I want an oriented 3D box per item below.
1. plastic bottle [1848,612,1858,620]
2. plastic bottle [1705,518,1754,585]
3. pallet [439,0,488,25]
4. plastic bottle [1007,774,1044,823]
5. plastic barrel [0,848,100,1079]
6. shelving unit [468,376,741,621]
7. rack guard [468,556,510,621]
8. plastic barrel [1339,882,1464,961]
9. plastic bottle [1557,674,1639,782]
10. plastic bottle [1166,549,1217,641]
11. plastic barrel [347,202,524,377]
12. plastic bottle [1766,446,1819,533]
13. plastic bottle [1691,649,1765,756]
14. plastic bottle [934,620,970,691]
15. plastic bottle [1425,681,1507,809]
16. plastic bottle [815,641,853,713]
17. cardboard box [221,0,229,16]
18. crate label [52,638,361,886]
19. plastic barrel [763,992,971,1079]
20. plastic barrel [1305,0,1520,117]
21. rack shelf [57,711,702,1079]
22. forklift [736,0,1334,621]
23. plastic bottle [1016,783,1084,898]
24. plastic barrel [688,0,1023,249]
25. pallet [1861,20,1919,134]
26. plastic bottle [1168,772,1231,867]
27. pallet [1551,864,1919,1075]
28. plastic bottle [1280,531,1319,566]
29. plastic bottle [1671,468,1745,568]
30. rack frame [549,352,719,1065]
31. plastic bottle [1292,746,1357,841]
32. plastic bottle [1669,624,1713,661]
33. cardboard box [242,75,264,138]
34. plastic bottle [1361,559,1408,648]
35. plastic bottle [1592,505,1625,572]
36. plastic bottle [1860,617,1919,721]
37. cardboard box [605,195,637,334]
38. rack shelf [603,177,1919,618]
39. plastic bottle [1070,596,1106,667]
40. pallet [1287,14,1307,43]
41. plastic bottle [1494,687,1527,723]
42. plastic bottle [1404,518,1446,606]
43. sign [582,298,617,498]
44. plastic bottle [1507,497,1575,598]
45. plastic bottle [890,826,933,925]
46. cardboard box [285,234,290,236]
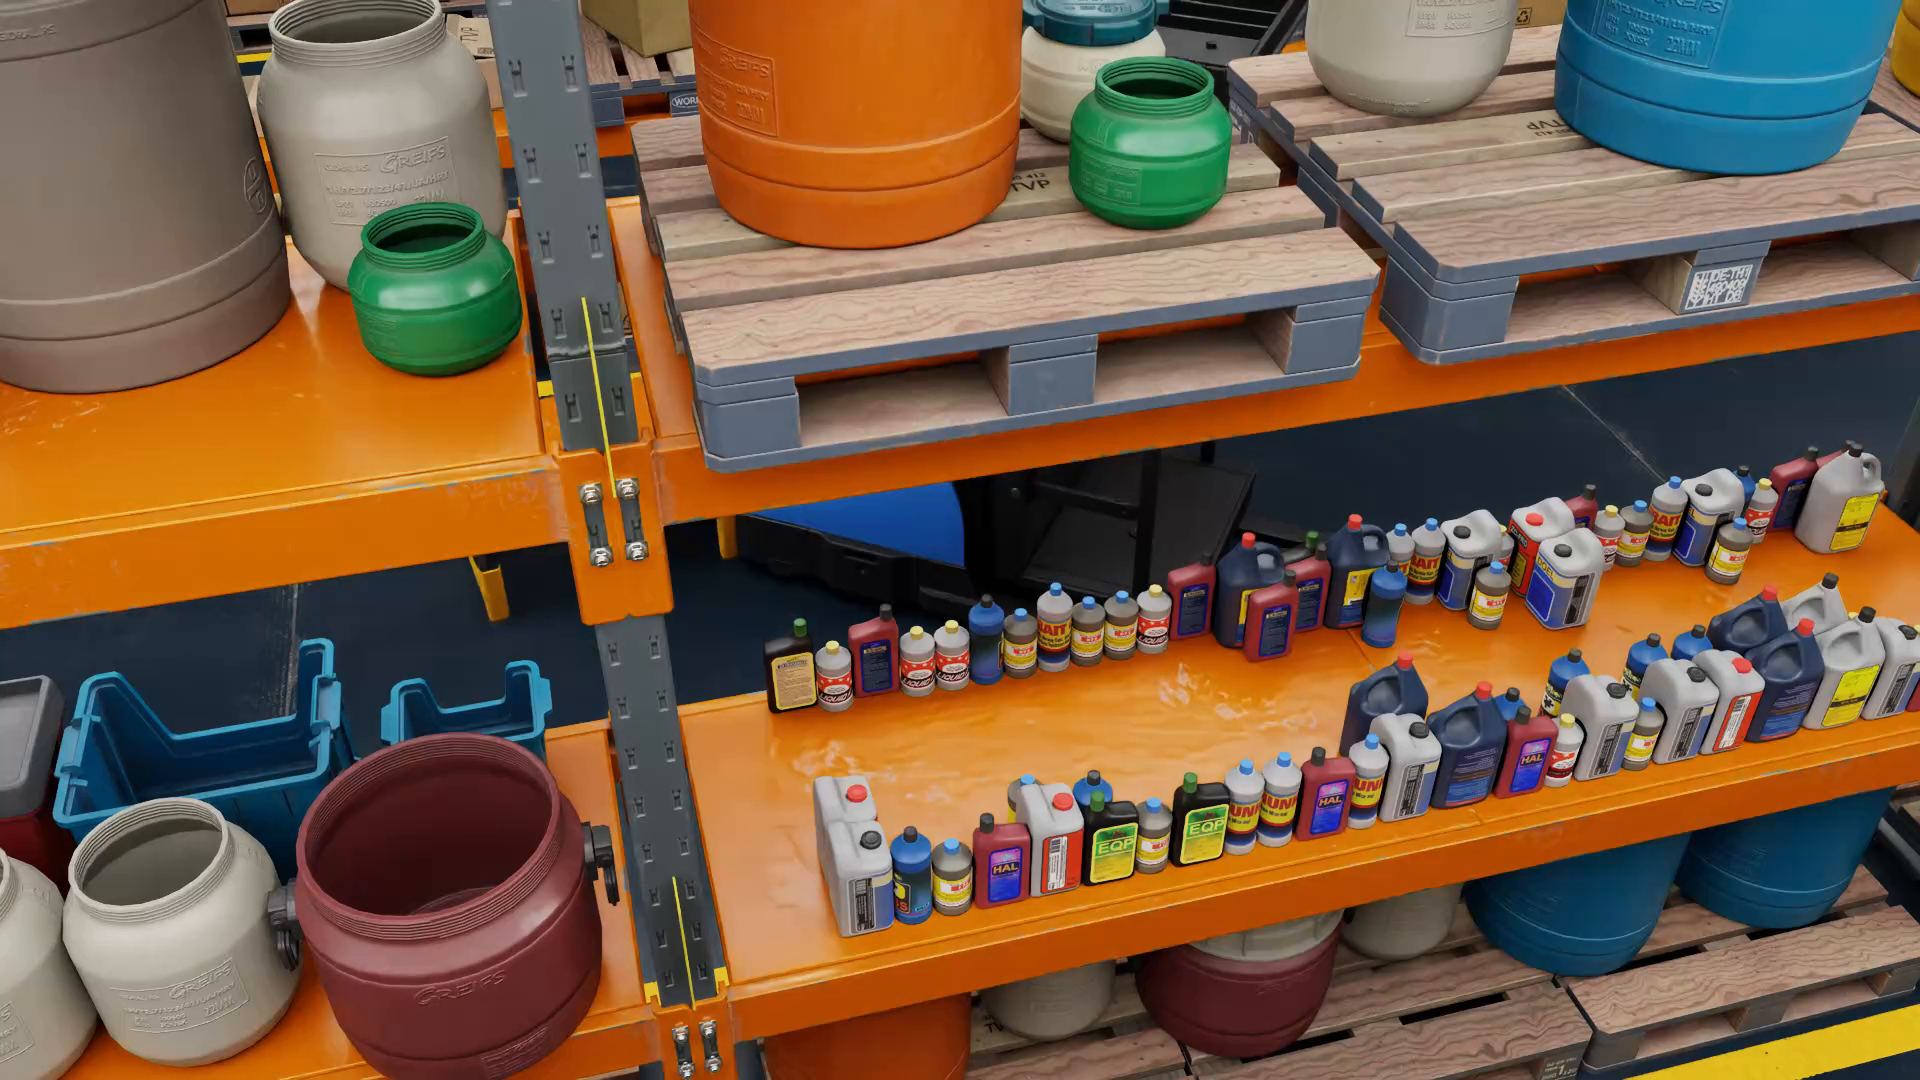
[{"bbox_3d":[2.428,0.287,4.570,0.097,0.201,0.097,0,37,0],"label":"plastic bottle"},{"bbox_3d":[2.278,0.025,4.912,0.097,0.201,0.097,0,37,0],"label":"plastic bottle"},{"bbox_3d":[-4.072,-3.979,12.278,1.213,0.211,1.003,-9,38,-12],"label":"pallet"},{"bbox_3d":[0.164,0.658,4.084,0.097,0.201,0.097,0,37,0],"label":"plastic bottle"},{"bbox_3d":[-2.079,0.912,3.497,0.421,0.512,0.421,0,37,0],"label":"plastic barrel"},{"bbox_3d":[-1.552,-0.558,6.746,1.083,1.500,0.587,-16,40,-19],"label":"shelving unit"},{"bbox_3d":[-2.005,0.064,6.961,0.087,0.250,0.587,-16,40,-19],"label":"rack guard"},{"bbox_3d":[1.346,1.015,5.157,0.421,0.512,0.421,0,37,0],"label":"plastic barrel"},{"bbox_3d":[1.638,0.465,4.275,0.135,0.276,0.152,-9,38,-12],"label":"plastic bottle"},{"bbox_3d":[0.648,0.153,4.678,0.133,0.283,0.061,-9,38,-12],"label":"plastic bottle"},{"bbox_3d":[-0.959,-0.459,3.040,0.294,0.245,0.294,0,37,0],"label":"plastic barrel"},{"bbox_3d":[2.533,-0.157,5.082,0.133,0.283,0.061,-9,38,-12],"label":"plastic bottle"},{"bbox_3d":[1.991,0.407,4.351,0.135,0.276,0.152,-9,38,-12],"label":"plastic bottle"},{"bbox_3d":[-0.022,0.307,4.544,0.097,0.201,0.097,0,37,0],"label":"plastic bottle"},{"bbox_3d":[1.262,0.500,4.169,0.185,0.351,0.144,-9,38,-12],"label":"plastic bottle"},{"bbox_3d":[-0.339,0.359,4.476,0.097,0.201,0.097,0,37,0],"label":"plastic bottle"},{"bbox_3d":[-5.484,-4.053,11.774,0.500,0.500,0.700,-9,38,-11],"label":"cardboard box"},{"bbox_3d":[-1.764,0.586,3.986,0.616,0.435,0.502,-9,38,-12],"label":"crate label"},{"bbox_3d":[-0.267,1.209,4.641,0.708,0.830,0.600,-9,38,-12],"label":"plastic barrel"},{"bbox_3d":[0.938,-1.180,3.397,0.433,0.535,0.433,0,37,0],"label":"plastic barrel"},{"bbox_3d":[-2.665,1.204,3.799,4.000,0.370,1.077,-9,38,-12],"label":"rack shelf"},{"bbox_3d":[0.626,-0.997,6.141,3.031,2.935,1.130,14,39,17],"label":"forklift"},{"bbox_3d":[0.214,0.699,3.970,0.135,0.276,0.152,-9,38,-12],"label":"plastic bottle"},{"bbox_3d":[-0.186,-1.015,2.941,0.708,0.830,0.600,-9,38,-12],"label":"plastic barrel"},{"bbox_3d":[2.396,-0.967,3.732,1.003,0.211,1.213,-9,38,-12],"label":"pallet"},{"bbox_3d":[0.578,0.665,4.008,0.133,0.283,0.061,-9,38,-12],"label":"plastic bottle"},{"bbox_3d":[2.371,1.173,5.542,1.213,0.211,1.003,-9,38,-12],"label":"pallet"},{"bbox_3d":[0.956,0.102,4.744,0.133,0.283,0.061,-9,38,-12],"label":"plastic bottle"},{"bbox_3d":[2.228,-0.075,4.981,0.135,0.276,0.152,-9,38,-12],"label":"plastic bottle"},{"bbox_3d":[-0.734,0.602,3.995,0.127,3.000,1.000,-9,38,-12],"label":"rack frame"},{"bbox_3d":[0.895,0.613,4.076,0.133,0.283,0.061,-9,38,-12],"label":"plastic bottle"},{"bbox_3d":[1.941,0.339,4.444,0.097,0.271,0.097,0,37,0],"label":"plastic bottle"},{"bbox_3d":[-3.239,-1.970,7.563,0.250,0.149,0.380,-7,38,-9],"label":"cardboard box"},{"bbox_3d":[1.194,0.170,4.665,0.097,0.271,0.097,0,37,0],"label":"plastic bottle"},{"bbox_3d":[1.921,-0.012,4.961,0.097,0.201,0.097,0,37,0],"label":"plastic bottle"},{"bbox_3d":[2.478,0.327,4.456,0.135,0.276,0.152,-9,38,-12],"label":"plastic bottle"},{"bbox_3d":[-1.508,-1.391,8.295,0.500,0.500,0.500,-8,38,-10],"label":"cardboard box"},{"bbox_3d":[1.196,-0.621,3.716,4.000,0.370,1.077,-9,38,-12],"label":"rack shelf"},{"bbox_3d":[0.354,0.245,4.625,0.097,0.201,0.097,0,37,0],"label":"plastic bottle"},{"bbox_3d":[1.039,-2.799,8.599,1.213,0.211,1.003,-9,38,-12],"label":"pallet"},{"bbox_3d":[1.388,0.487,4.251,0.097,0.271,0.097,0,37,0],"label":"plastic bottle"},{"bbox_3d":[1.344,0.055,4.816,0.097,0.271,0.097,0,37,0],"label":"plastic bottle"},{"bbox_3d":[-0.584,-0.227,2.695,0.005,0.325,0.100,-9,38,-12],"label":"sign"},{"bbox_3d":[1.687,0.014,4.865,0.135,0.276,0.152,-9,38,-12],"label":"plastic bottle"},{"bbox_3d":[-0.113,0.771,3.879,0.097,0.271,0.097,0,37,0],"label":"plastic bottle"},{"bbox_3d":[-2.964,-1.288,7.921,0.500,0.311,0.500,-10,39,-13],"label":"cardboard box"}]
